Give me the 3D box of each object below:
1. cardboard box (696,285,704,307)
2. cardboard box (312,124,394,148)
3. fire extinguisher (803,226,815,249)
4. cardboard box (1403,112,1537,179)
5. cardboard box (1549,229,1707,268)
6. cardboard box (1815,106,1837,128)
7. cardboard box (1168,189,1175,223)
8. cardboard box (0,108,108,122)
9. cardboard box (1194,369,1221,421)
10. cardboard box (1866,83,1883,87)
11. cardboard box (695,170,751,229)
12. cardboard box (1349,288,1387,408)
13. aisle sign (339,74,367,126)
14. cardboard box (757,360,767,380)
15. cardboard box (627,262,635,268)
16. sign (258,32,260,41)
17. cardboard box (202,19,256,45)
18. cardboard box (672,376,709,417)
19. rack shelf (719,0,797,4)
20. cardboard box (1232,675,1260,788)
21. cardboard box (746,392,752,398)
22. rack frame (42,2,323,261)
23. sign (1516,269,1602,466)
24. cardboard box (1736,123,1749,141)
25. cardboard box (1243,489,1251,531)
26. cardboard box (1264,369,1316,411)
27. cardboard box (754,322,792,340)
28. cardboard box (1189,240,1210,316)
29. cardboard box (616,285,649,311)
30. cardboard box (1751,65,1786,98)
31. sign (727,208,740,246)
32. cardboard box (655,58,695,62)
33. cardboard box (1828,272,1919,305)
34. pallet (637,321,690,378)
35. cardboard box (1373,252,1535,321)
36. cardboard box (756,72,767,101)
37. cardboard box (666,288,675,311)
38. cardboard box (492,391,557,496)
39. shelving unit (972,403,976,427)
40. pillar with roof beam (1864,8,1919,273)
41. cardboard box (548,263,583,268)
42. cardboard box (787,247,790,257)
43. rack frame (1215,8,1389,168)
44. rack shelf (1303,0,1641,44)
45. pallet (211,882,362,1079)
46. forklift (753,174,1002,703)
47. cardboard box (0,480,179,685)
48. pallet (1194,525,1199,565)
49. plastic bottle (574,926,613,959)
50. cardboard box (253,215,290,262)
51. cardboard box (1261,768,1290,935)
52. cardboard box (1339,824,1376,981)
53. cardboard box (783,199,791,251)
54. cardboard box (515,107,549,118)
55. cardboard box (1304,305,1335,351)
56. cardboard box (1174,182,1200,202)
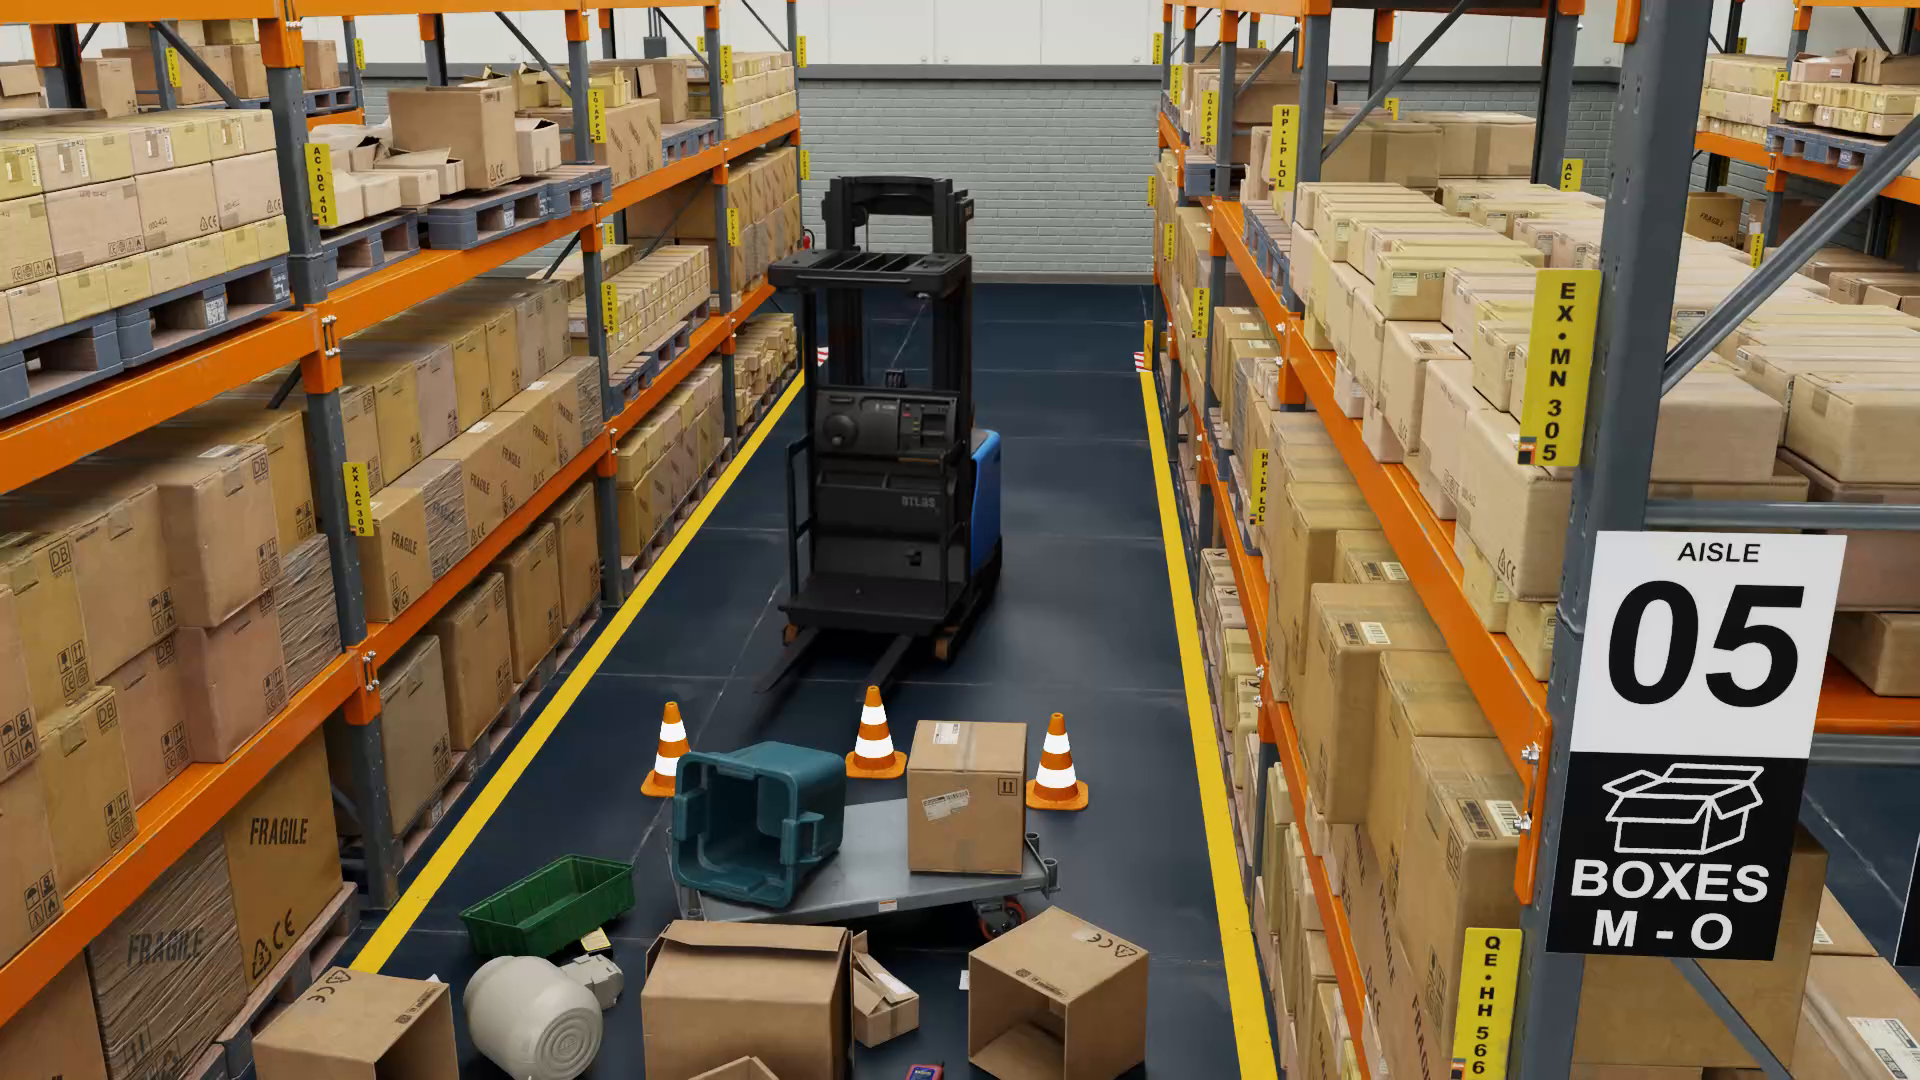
[{"bbox_3d":[-2.403,-2.092,14.219,0.380,0.149,0.250,1,18,4],"label":"cardboard box"},{"bbox_3d":[-3.185,-2.073,8.923,0.500,0.311,0.500,1,18,3],"label":"cardboard box"},{"bbox_3d":[-1.789,-3.317,18.950,0.296,0.674,0.183,1,18,4],"label":"fire extinguisher"},{"bbox_3d":[2.284,-1.775,7.470,0.500,0.250,0.500,1,18,3],"label":"cardboard box"},{"bbox_3d":[1.986,-0.834,4.956,0.380,0.149,0.250,1,18,5],"label":"cardboard box"},{"bbox_3d":[6.846,-3.264,12.817,0.380,0.149,0.250,2,18,5],"label":"cardboard box"},{"bbox_3d":[2.193,-2.974,15.415,0.500,0.500,0.500,1,18,3],"label":"cardboard box"},{"bbox_3d":[-3.493,-1.562,6.344,0.380,0.149,0.250,1,18,4],"label":"cardboard box"},{"bbox_3d":[1.881,-0.990,11.369,0.500,0.250,0.500,1,18,2],"label":"cardboard box"},{"bbox_3d":[7.440,-3.550,13.213,0.380,0.149,0.250,1,18,4],"label":"cardboard box"},{"bbox_3d":[-2.257,-3.180,15.567,0.500,0.500,0.500,1,18,2],"label":"cardboard box"},{"bbox_3d":[1.401,-0.549,4.727,0.500,0.250,0.500,1,18,4],"label":"cardboard box"},{"bbox_3d":[-6.903,-4.856,18.750,0.394,0.787,0.004,1,18,4],"label":"aisle sign"},{"bbox_3d":[-2.152,-1.715,16.765,0.380,0.149,0.250,1,18,3],"label":"cardboard box"},{"bbox_3d":[-3.041,-2.330,14.467,0.380,0.149,0.250,2,18,5],"label":"cardboard box"},{"bbox_3d":[-7.761,-5.497,18.535,0.100,0.325,0.005,1,18,4],"label":"sign"},{"bbox_3d":[-7.363,-5.054,16.512,0.500,0.250,0.500,1,18,2],"label":"cardboard box"},{"bbox_3d":[-2.406,-1.192,13.879,0.500,0.250,0.500,2,18,7],"label":"cardboard box"},{"bbox_3d":[-2.411,-5.349,15.956,1.077,0.370,4.000,1,18,4],"label":"rack shelf"},{"bbox_3d":[1.900,1.006,8.580,0.950,0.372,0.625,2,18,7],"label":"cardboard box"},{"bbox_3d":[-2.223,-1.332,16.075,0.380,0.149,0.250,1,18,4],"label":"cardboard box"},{"bbox_3d":[-3.128,-2.586,6.365,1.000,3.000,0.127,1,18,4],"label":"rack frame"},{"bbox_3d":[0.978,-0.279,2.718,0.100,0.325,0.005,1,18,4],"label":"sign"},{"bbox_3d":[7.121,-3.615,14.724,0.380,0.149,0.250,2,18,6],"label":"cardboard box"},{"bbox_3d":[1.612,-0.144,8.275,0.380,0.149,0.250,1,18,4],"label":"cardboard box"},{"bbox_3d":[1.661,-0.716,7.936,0.380,0.149,0.250,1,18,2],"label":"cardboard box"},{"bbox_3d":[-2.020,-2.260,17.951,0.380,0.149,0.250,1,18,3],"label":"cardboard box"},{"bbox_3d":[1.950,-1.902,12.143,0.500,0.500,0.500,1,18,4],"label":"cardboard box"},{"bbox_3d":[-2.539,-1.806,12.391,0.380,0.149,0.250,2,18,6],"label":"cardboard box"},{"bbox_3d":[7.137,-3.927,14.232,0.500,0.250,0.500,1,18,4],"label":"cardboard box"},{"bbox_3d":[-2.001,-2.759,14.667,0.100,0.325,0.005,1,18,4],"label":"sign"},{"bbox_3d":[-2.738,-4.507,15.841,0.380,0.149,0.250,1,18,4],"label":"cardboard box"},{"bbox_3d":[6.990,-1.729,12.547,0.700,0.500,0.500,1,18,4],"label":"cardboard box"},{"bbox_3d":[-2.740,-1.502,12.999,1.003,0.211,1.213,1,18,4],"label":"pallet"},{"bbox_3d":[1.336,-0.688,4.510,0.380,0.149,0.250,2,18,5],"label":"cardboard box"},{"bbox_3d":[-2.170,-4.431,16.250,0.500,0.250,0.500,0,18,2],"label":"cardboard box"},{"bbox_3d":[-2.477,-1.904,13.169,0.380,0.149,0.250,1,18,4],"label":"cardboard box"},{"bbox_3d":[-2.679,-0.569,9.683,0.500,0.500,0.500,1,18,3],"label":"cardboard box"},{"bbox_3d":[0.004,-0.516,12.810,0.215,1.050,0.252,1,18,4],"label":"shelving unit"},{"bbox_3d":[3.996,-5.175,14.263,9.100,9.000,0.400,1,18,4],"label":"pillar with roof beam"},{"bbox_3d":[-3.114,-2.148,13.434,0.380,0.149,0.250,1,18,3],"label":"cardboard box"},{"bbox_3d":[-2.064,-3.159,18.151,0.380,0.149,0.250,1,18,4],"label":"cardboard box"},{"bbox_3d":[2.103,-3.750,9.915,1.000,3.000,0.127,1,18,4],"label":"rack frame"},{"bbox_3d":[1.673,-1.543,4.340,1.077,0.370,4.000,1,18,4],"label":"rack shelf"},{"bbox_3d":[-3.261,1.824,7.018,1.003,0.211,1.213,1,18,4],"label":"pallet"},{"bbox_3d":[-0.523,-0.746,10.492,1.130,2.935,3.031,4,19,12],"label":"forklift"},{"bbox_3d":[-3.288,0.132,5.728,0.875,0.550,0.550,1,18,4],"label":"cardboard box"},{"bbox_3d":[2.235,0.183,12.025,1.003,0.211,1.213,1,18,4],"label":"pallet"},{"bbox_3d":[-1.642,1.780,7.392,0.133,0.061,0.283,-9,20,-25],"label":"plastic bottle"},{"bbox_3d":[-2.835,-1.168,6.423,0.380,0.149,0.250,1,18,4],"label":"cardboard box"},{"bbox_3d":[1.505,1.271,6.763,0.500,0.500,0.500,2,18,7],"label":"cardboard box"},{"bbox_3d":[1.374,0.912,4.686,0.500,0.500,0.500,1,18,4],"label":"cardboard box"},{"bbox_3d":[-2.085,-3.346,17.680,0.500,0.500,0.500,1,18,3],"label":"cardboard box"},{"bbox_3d":[-3.054,-2.634,11.166,0.500,0.500,0.500,1,18,4],"label":"cardboard box"},{"bbox_3d":[1.473,-0.791,6.106,0.380,0.149,0.250,1,18,4],"label":"cardboard box"},{"bbox_3d":[2.095,-3.075,14.681,0.380,0.149,0.250,1,18,3],"label":"cardboard box"}]
